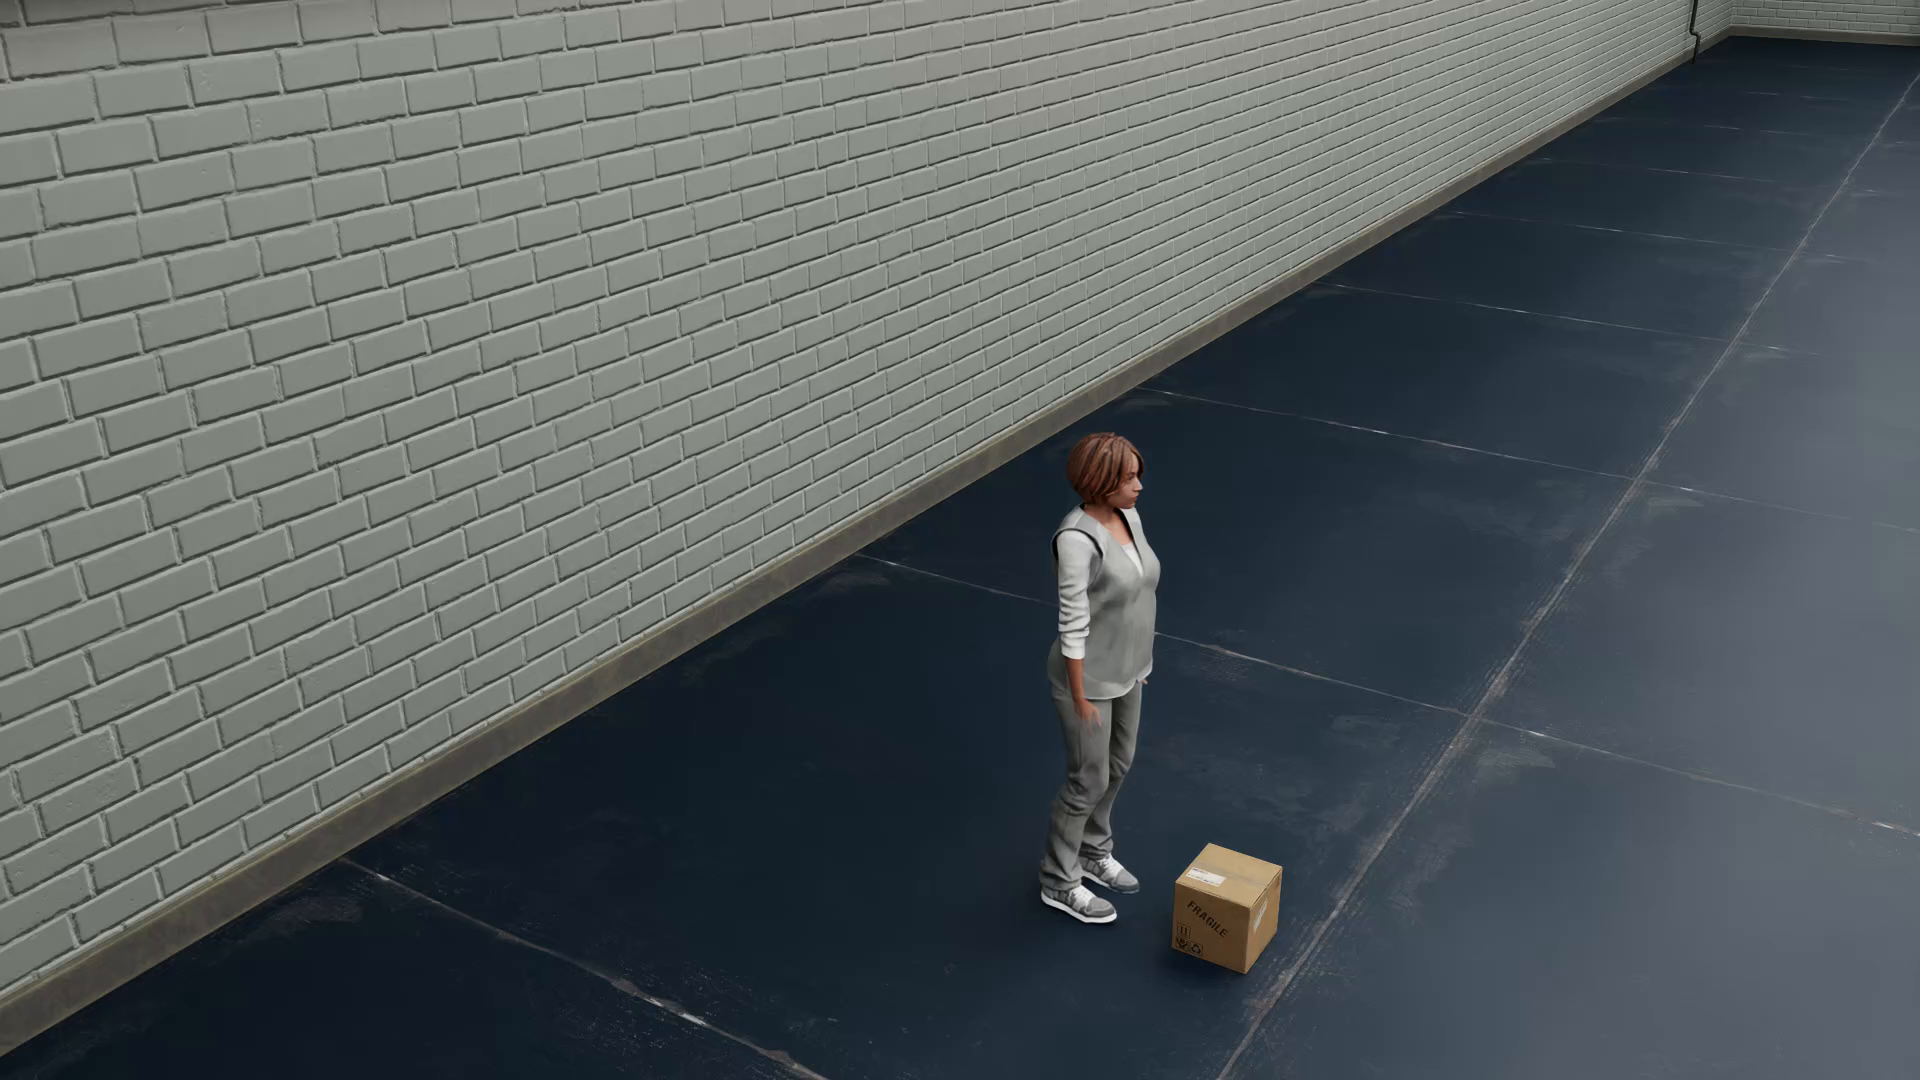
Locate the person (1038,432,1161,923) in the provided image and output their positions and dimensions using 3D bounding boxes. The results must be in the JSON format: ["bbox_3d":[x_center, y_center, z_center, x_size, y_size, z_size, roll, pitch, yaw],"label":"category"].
[{"bbox_3d":[0.434,0.433,5.140,0.308,1.617,0.407,14,27,30],"label":"person"}]
